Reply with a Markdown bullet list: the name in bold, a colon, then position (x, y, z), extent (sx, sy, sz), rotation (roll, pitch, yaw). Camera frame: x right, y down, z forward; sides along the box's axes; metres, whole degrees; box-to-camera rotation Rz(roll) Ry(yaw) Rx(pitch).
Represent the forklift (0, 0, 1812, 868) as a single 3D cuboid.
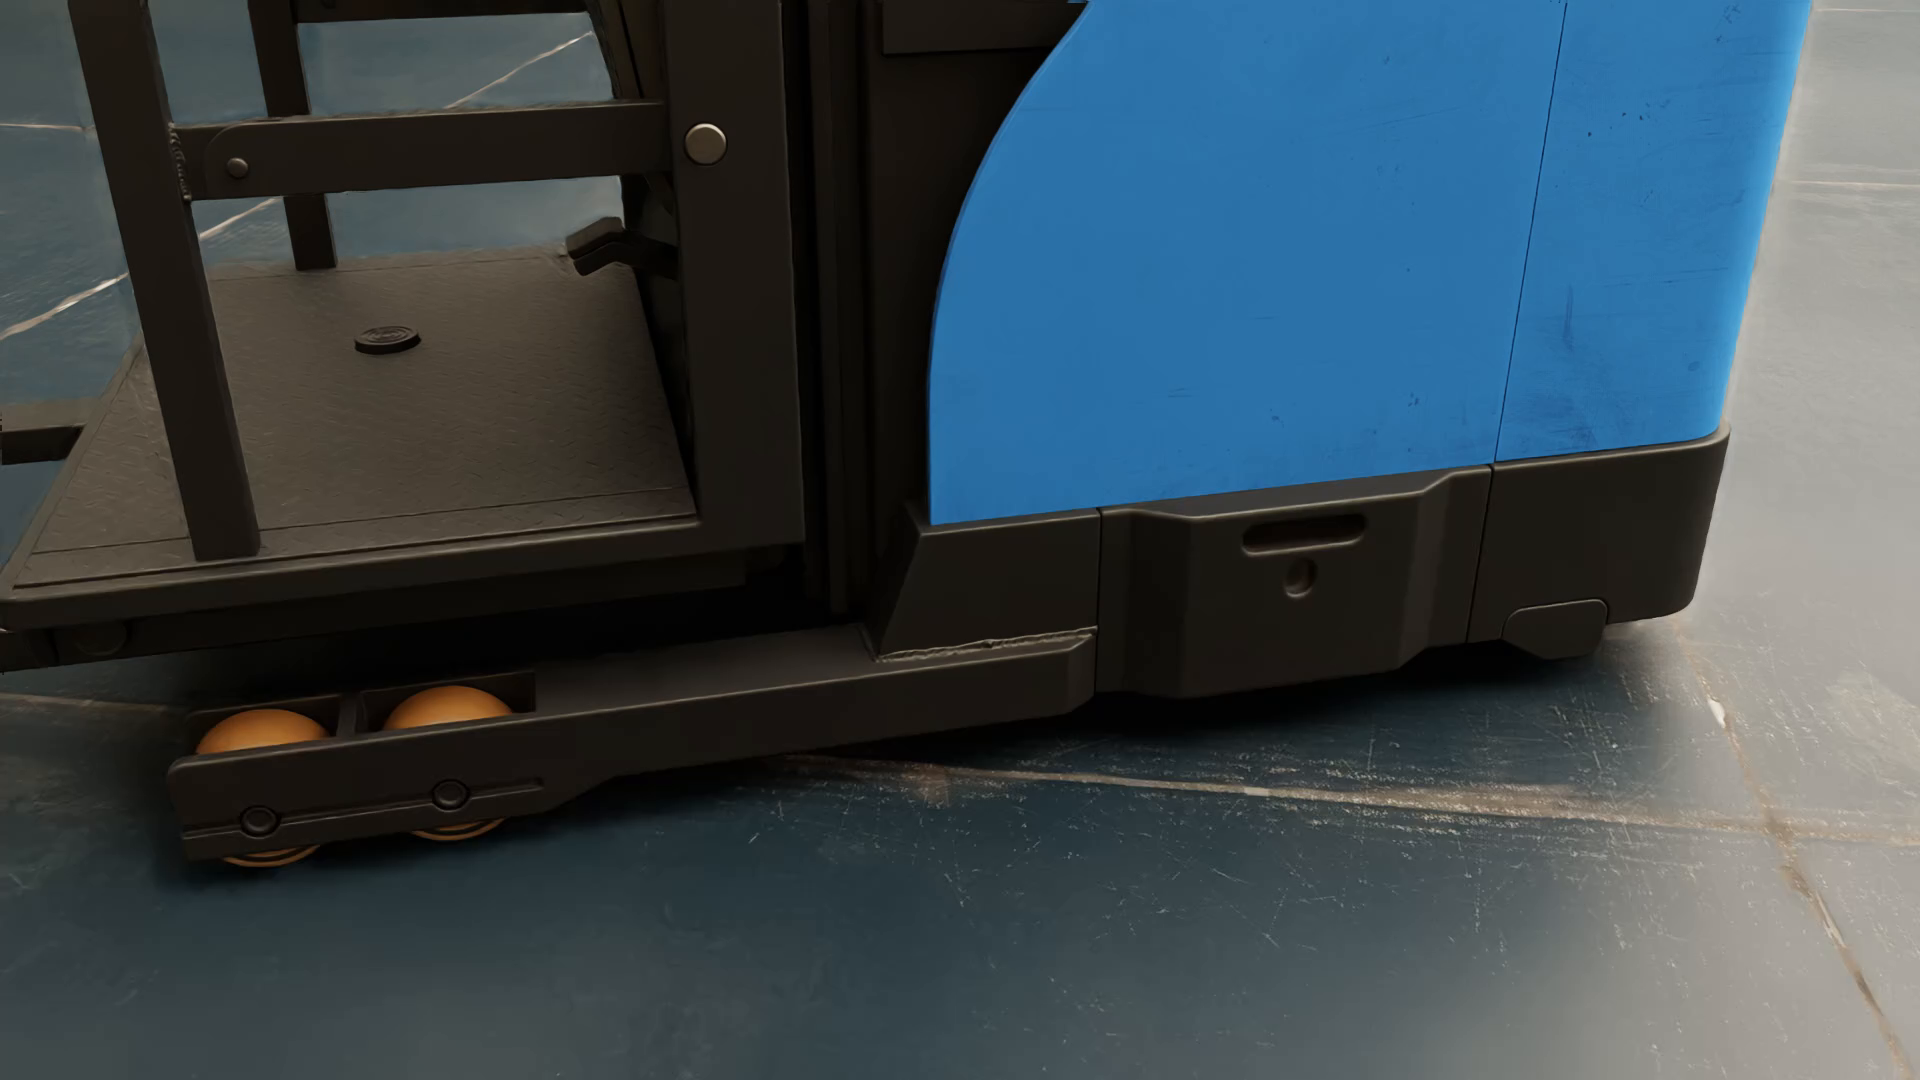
- **forklift**: position (-0.598, -1.220, 1.661), extent (3.031, 2.935, 1.130), rotation (-6, 27, -13)
